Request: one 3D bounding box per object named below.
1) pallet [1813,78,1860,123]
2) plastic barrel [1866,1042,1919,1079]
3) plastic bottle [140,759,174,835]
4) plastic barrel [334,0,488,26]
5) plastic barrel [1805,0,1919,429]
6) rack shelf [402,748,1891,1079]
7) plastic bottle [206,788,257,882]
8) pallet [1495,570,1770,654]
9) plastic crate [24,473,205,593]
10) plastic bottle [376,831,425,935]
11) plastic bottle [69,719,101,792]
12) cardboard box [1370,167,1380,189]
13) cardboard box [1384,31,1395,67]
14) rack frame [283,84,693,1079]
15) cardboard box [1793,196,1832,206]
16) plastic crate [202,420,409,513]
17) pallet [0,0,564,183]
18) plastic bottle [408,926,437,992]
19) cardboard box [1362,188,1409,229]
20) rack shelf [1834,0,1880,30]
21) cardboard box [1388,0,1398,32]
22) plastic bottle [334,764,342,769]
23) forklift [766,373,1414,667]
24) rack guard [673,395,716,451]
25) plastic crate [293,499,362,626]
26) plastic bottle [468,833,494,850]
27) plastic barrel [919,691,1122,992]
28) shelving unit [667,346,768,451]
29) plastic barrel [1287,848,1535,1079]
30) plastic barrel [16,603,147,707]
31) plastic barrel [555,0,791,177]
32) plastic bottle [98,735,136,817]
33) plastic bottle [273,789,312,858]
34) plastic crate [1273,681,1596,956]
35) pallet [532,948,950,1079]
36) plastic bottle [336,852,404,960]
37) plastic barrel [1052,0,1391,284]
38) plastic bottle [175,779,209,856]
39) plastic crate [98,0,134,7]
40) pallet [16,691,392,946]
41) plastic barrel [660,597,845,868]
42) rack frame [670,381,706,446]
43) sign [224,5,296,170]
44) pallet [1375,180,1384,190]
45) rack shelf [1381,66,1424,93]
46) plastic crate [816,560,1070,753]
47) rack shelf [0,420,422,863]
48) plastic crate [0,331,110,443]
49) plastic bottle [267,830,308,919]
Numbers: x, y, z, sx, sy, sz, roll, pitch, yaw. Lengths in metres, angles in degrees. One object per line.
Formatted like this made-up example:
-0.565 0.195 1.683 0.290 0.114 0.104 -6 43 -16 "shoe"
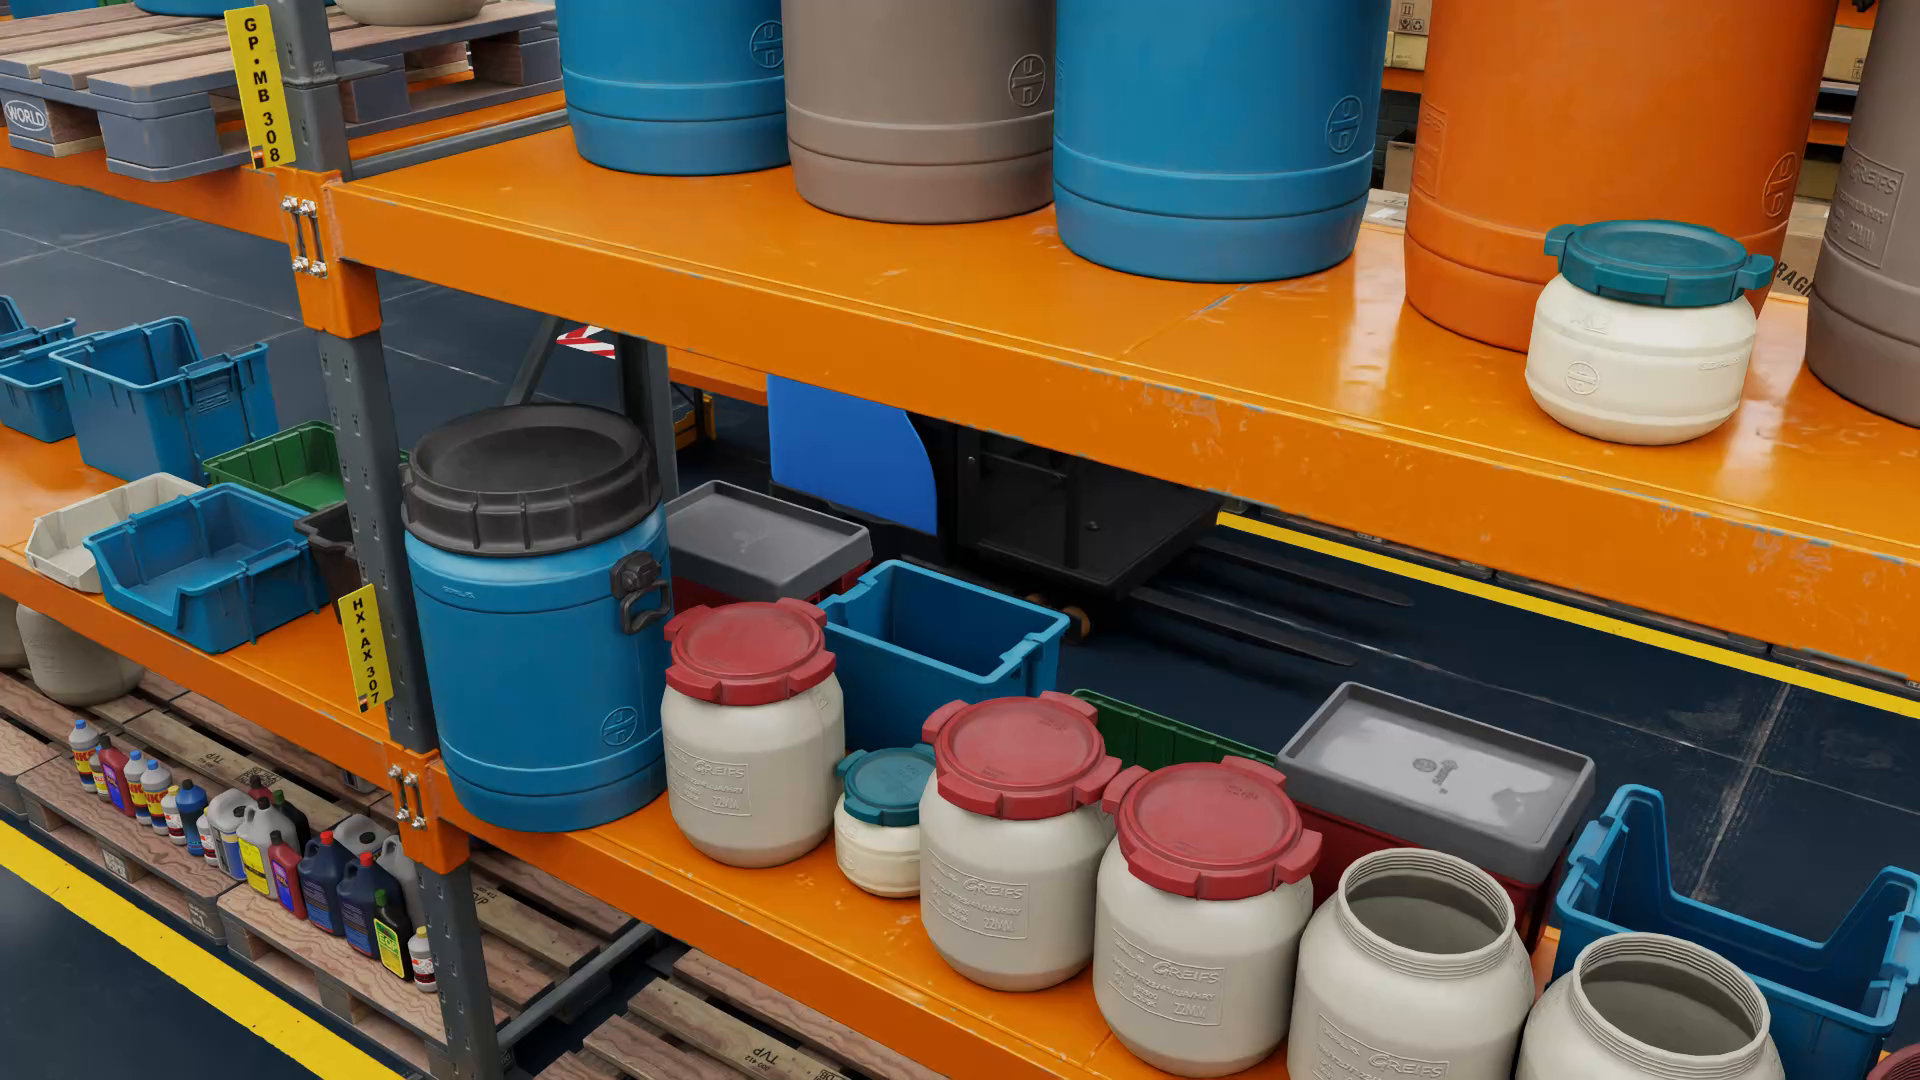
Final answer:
6.106 -2.894 10.841 1.213 0.211 1.003 17 32 30 "pallet"
1.598 1.151 2.531 0.708 0.536 0.600 17 32 30 "plastic barrel"
-2.759 0.879 5.739 0.097 0.271 0.097 0 27 0 "plastic bottle"
-1.389 -1.567 4.129 0.421 0.512 0.421 0 27 0 "plastic barrel"
1.598 -0.635 2.330 0.600 0.901 0.600 0 27 0 "plastic barrel"
0.503 1.025 3.723 4.000 0.370 1.077 17 32 30 "rack shelf"
-2.395 0.975 5.545 0.135 0.276 0.152 18 32 31 "plastic bottle"
3.301 0.070 7.880 1.213 0.211 1.003 17 32 30 "pallet"
-2.627 -0.014 5.262 0.437 0.136 0.530 17 32 30 "plastic crate"
-1.758 1.063 5.289 0.185 0.351 0.144 17 32 30 "plastic bottle"
-3.124 0.765 5.962 0.097 0.271 0.097 0 27 0 "plastic bottle"
3.157 -2.857 13.215 0.250 0.149 0.380 15 30 26 "cardboard box"
3.072 -3.718 12.392 0.500 0.250 0.500 17 32 30 "cardboard box"
-1.145 0.190 4.569 0.127 3.000 1.000 17 32 30 "rack frame"
5.932 -2.153 11.444 0.500 0.500 0.700 18 32 31 "cardboard box"
-2.104 -0.169 5.509 0.662 0.188 0.450 17 32 30 "plastic crate"
-1.795 -1.211 4.223 1.003 0.211 1.213 17 32 30 "pallet"
-1.621 1.265 5.058 0.097 0.201 0.097 0 27 0 "plastic bottle"
2.093 -1.484 8.023 0.500 0.250 0.500 20 33 33 "cardboard box"
3.311 -2.163 6.679 4.000 0.370 1.077 17 32 30 "rack shelf"
3.075 -4.055 12.227 0.500 0.500 0.500 16 31 29 "cardboard box"
-2.267 0.730 6.109 0.097 0.201 0.097 0 27 0 "plastic bottle"
0.555 -1.119 7.217 3.031 2.935 1.130 18 32 31 "forklift"
-1.565 -0.583 9.121 0.087 0.250 0.587 17 31 29 "rack guard"
-1.505 0.036 4.940 0.504 0.338 0.767 17 32 30 "plastic crate"
-1.657 0.866 5.676 0.185 0.351 0.144 17 32 30 "plastic bottle"
0.124 0.646 3.524 0.433 0.535 0.433 0 27 0 "plastic barrel"
-1.150 -1.016 8.592 1.083 1.500 0.587 17 31 29 "shelving unit"
0.836 0.875 3.100 0.421 0.512 0.421 0 27 0 "plastic barrel"
-3.443 0.354 6.527 0.421 0.512 0.421 0 27 0 "plastic barrel"
-0.603 -1.320 3.677 0.708 0.901 0.600 17 32 30 "plastic barrel"
-2.948 0.825 5.832 0.133 0.283 0.061 18 32 31 "plastic bottle"
-2.227 0.970 5.546 0.133 0.283 0.061 17 32 30 "plastic bottle"
0.993 0.660 3.576 0.583 0.464 0.402 17 32 30 "plastic crate"
-0.476 1.620 4.833 1.213 0.211 1.003 17 32 30 "pallet"
-1.839 1.117 5.183 0.185 0.351 0.144 16 31 29 "plastic bottle"
0.475 -0.985 3.017 0.708 0.901 0.600 17 32 30 "plastic barrel"
-2.592 0.931 5.637 0.097 0.271 0.097 0 27 0 "plastic bottle"
-2.292 -1.559 4.933 0.450 0.188 0.336 17 32 30 "plastic crate"
-2.685 0.932 6.186 1.213 0.211 1.003 17 32 30 "pallet"
-0.481 0.457 3.894 0.433 0.535 0.433 0 27 0 "plastic barrel"
-1.581 -1.145 8.847 0.032 1.500 0.500 17 31 29 "rack frame"
-1.466 -0.948 3.488 0.005 0.325 0.100 17 32 30 "sign"
2.880 -2.743 13.407 1.213 0.211 1.003 17 32 30 "pallet"
2.815 -3.706 13.019 4.000 0.370 1.077 17 32 30 "rack shelf"
-0.060 0.364 4.244 0.575 0.384 0.392 17 32 30 "plastic crate"
-2.794 -0.003 5.741 4.000 0.370 1.077 17 32 30 "rack shelf"
-3.328 -0.585 6.256 0.408 0.251 0.499 17 32 30 "plastic crate"
-2.155 1.072 5.347 0.133 0.283 0.061 20 33 34 "plastic bottle"
